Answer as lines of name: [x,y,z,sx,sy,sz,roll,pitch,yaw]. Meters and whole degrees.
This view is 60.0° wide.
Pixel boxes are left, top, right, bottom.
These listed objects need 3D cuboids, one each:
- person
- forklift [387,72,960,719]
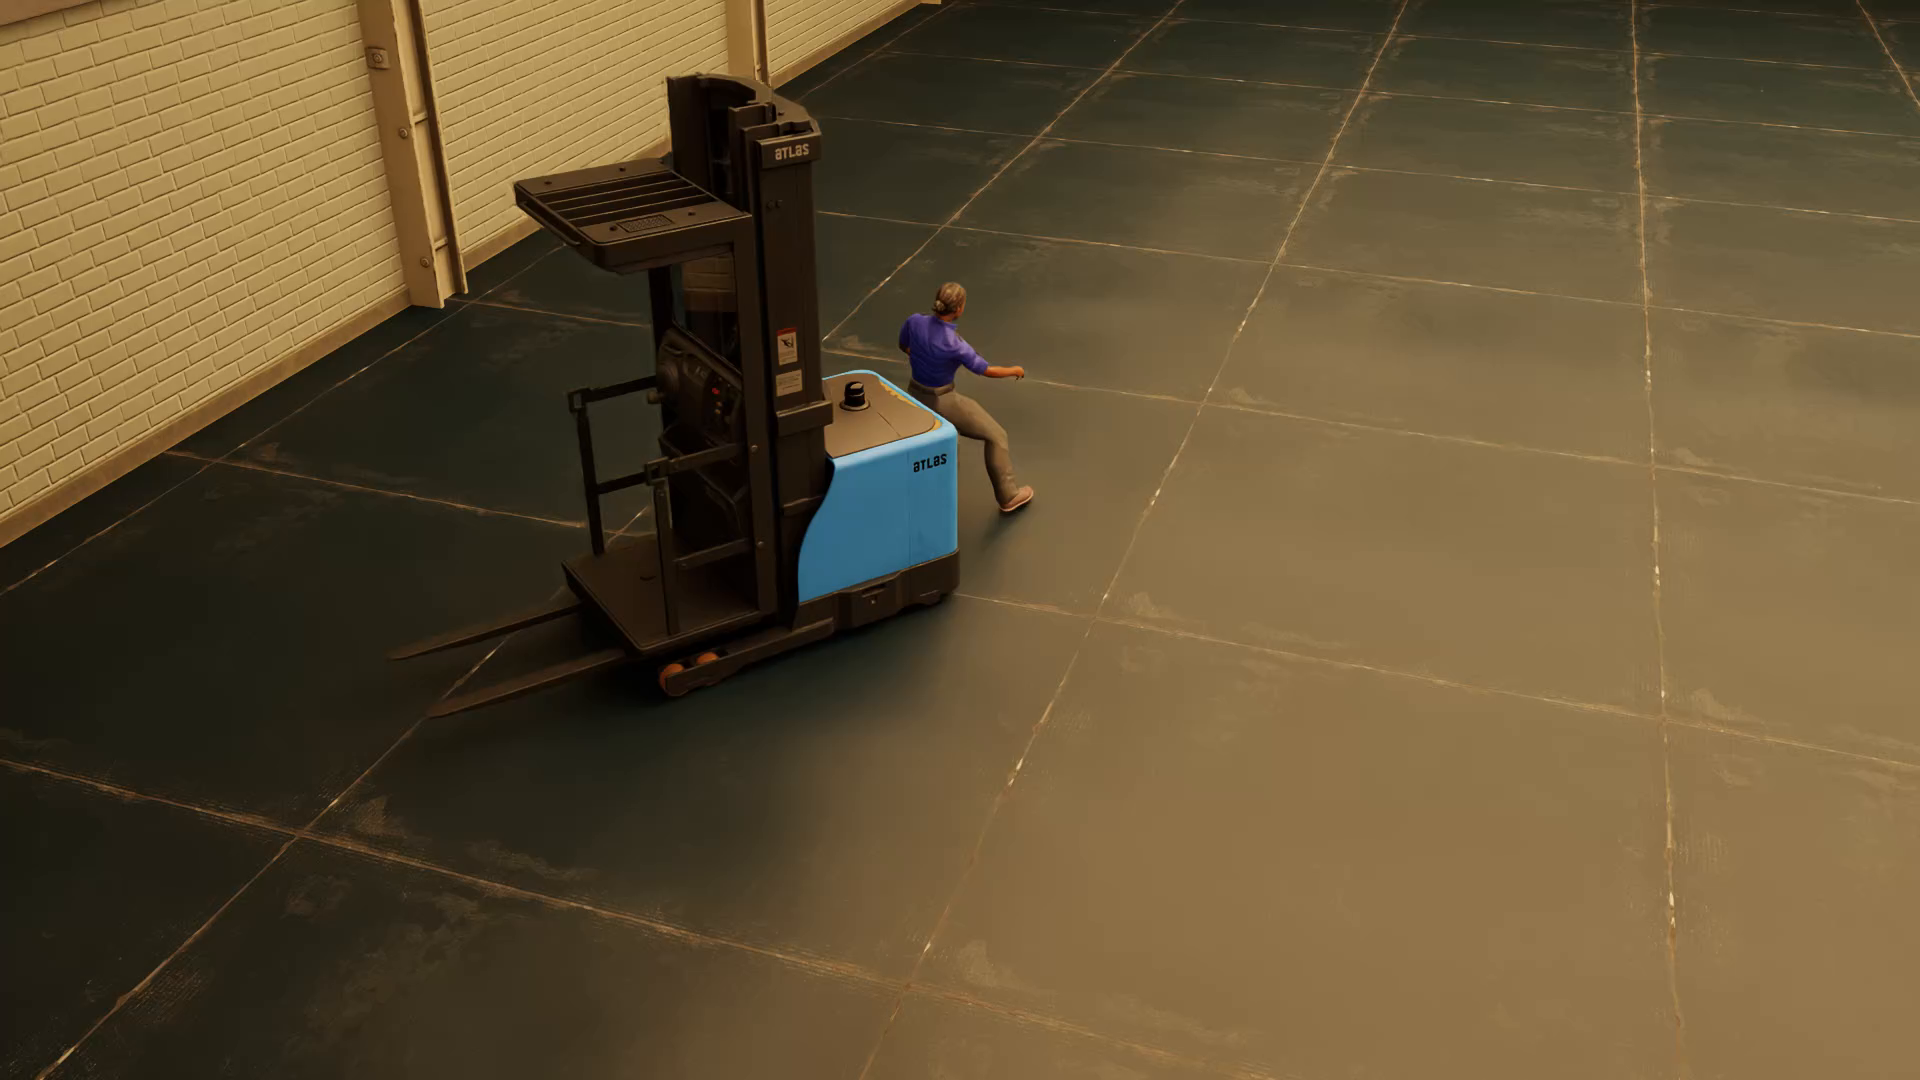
person: [0.038,-0.934,10.226,0.755,1.486,0.696,24,38,36]
forklift: [-1.515,-0.757,8.464,3.031,2.935,1.130,-18,34,-28]
